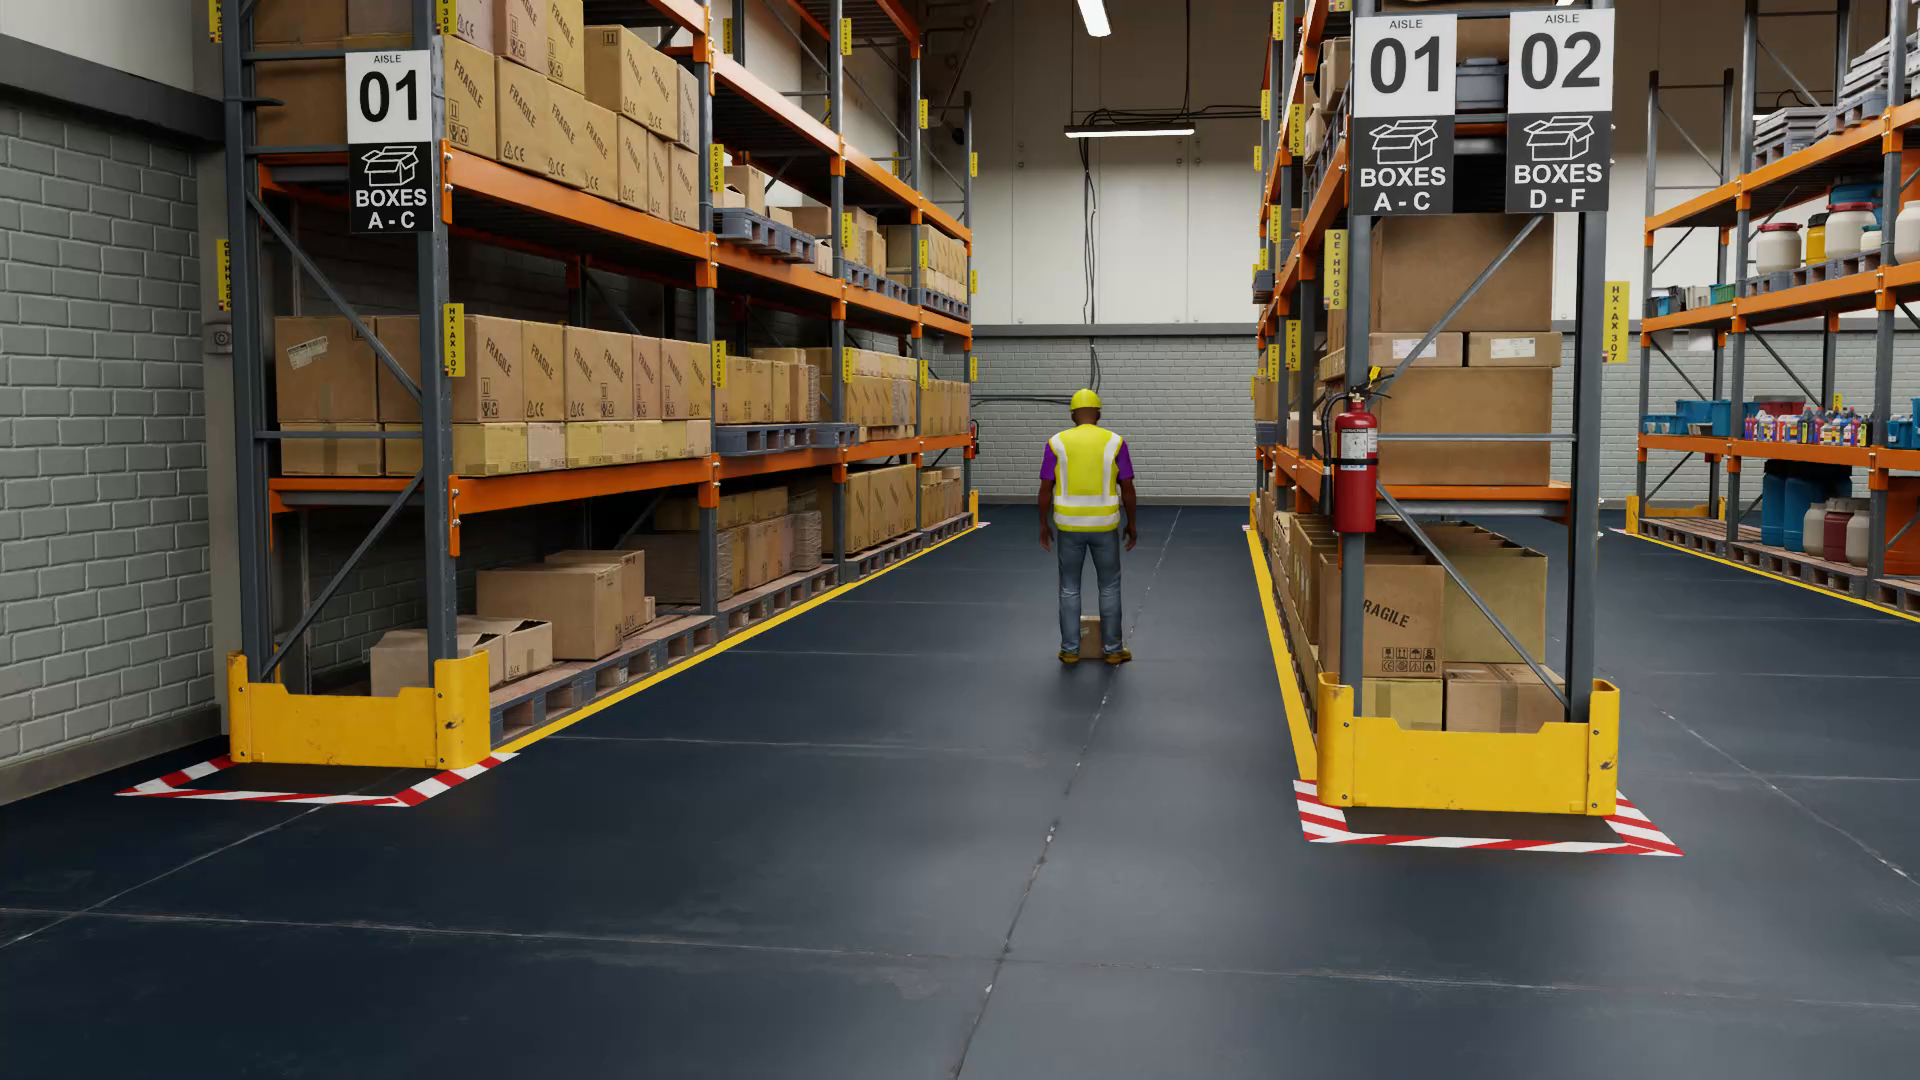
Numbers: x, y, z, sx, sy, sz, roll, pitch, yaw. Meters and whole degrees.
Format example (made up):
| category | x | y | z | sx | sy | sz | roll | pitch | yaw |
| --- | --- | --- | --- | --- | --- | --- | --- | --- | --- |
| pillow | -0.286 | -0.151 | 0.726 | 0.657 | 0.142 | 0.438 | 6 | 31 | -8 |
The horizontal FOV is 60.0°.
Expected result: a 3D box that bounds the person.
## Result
| category | x | y | z | sx | sy | sz | roll | pitch | yaw |
| --- | --- | --- | --- | --- | --- | --- | --- | --- | --- |
| person | 0.826 | -0.094 | 10.738 | 0.635 | 1.760 | 0.463 | 1 | 4 | 8 |
